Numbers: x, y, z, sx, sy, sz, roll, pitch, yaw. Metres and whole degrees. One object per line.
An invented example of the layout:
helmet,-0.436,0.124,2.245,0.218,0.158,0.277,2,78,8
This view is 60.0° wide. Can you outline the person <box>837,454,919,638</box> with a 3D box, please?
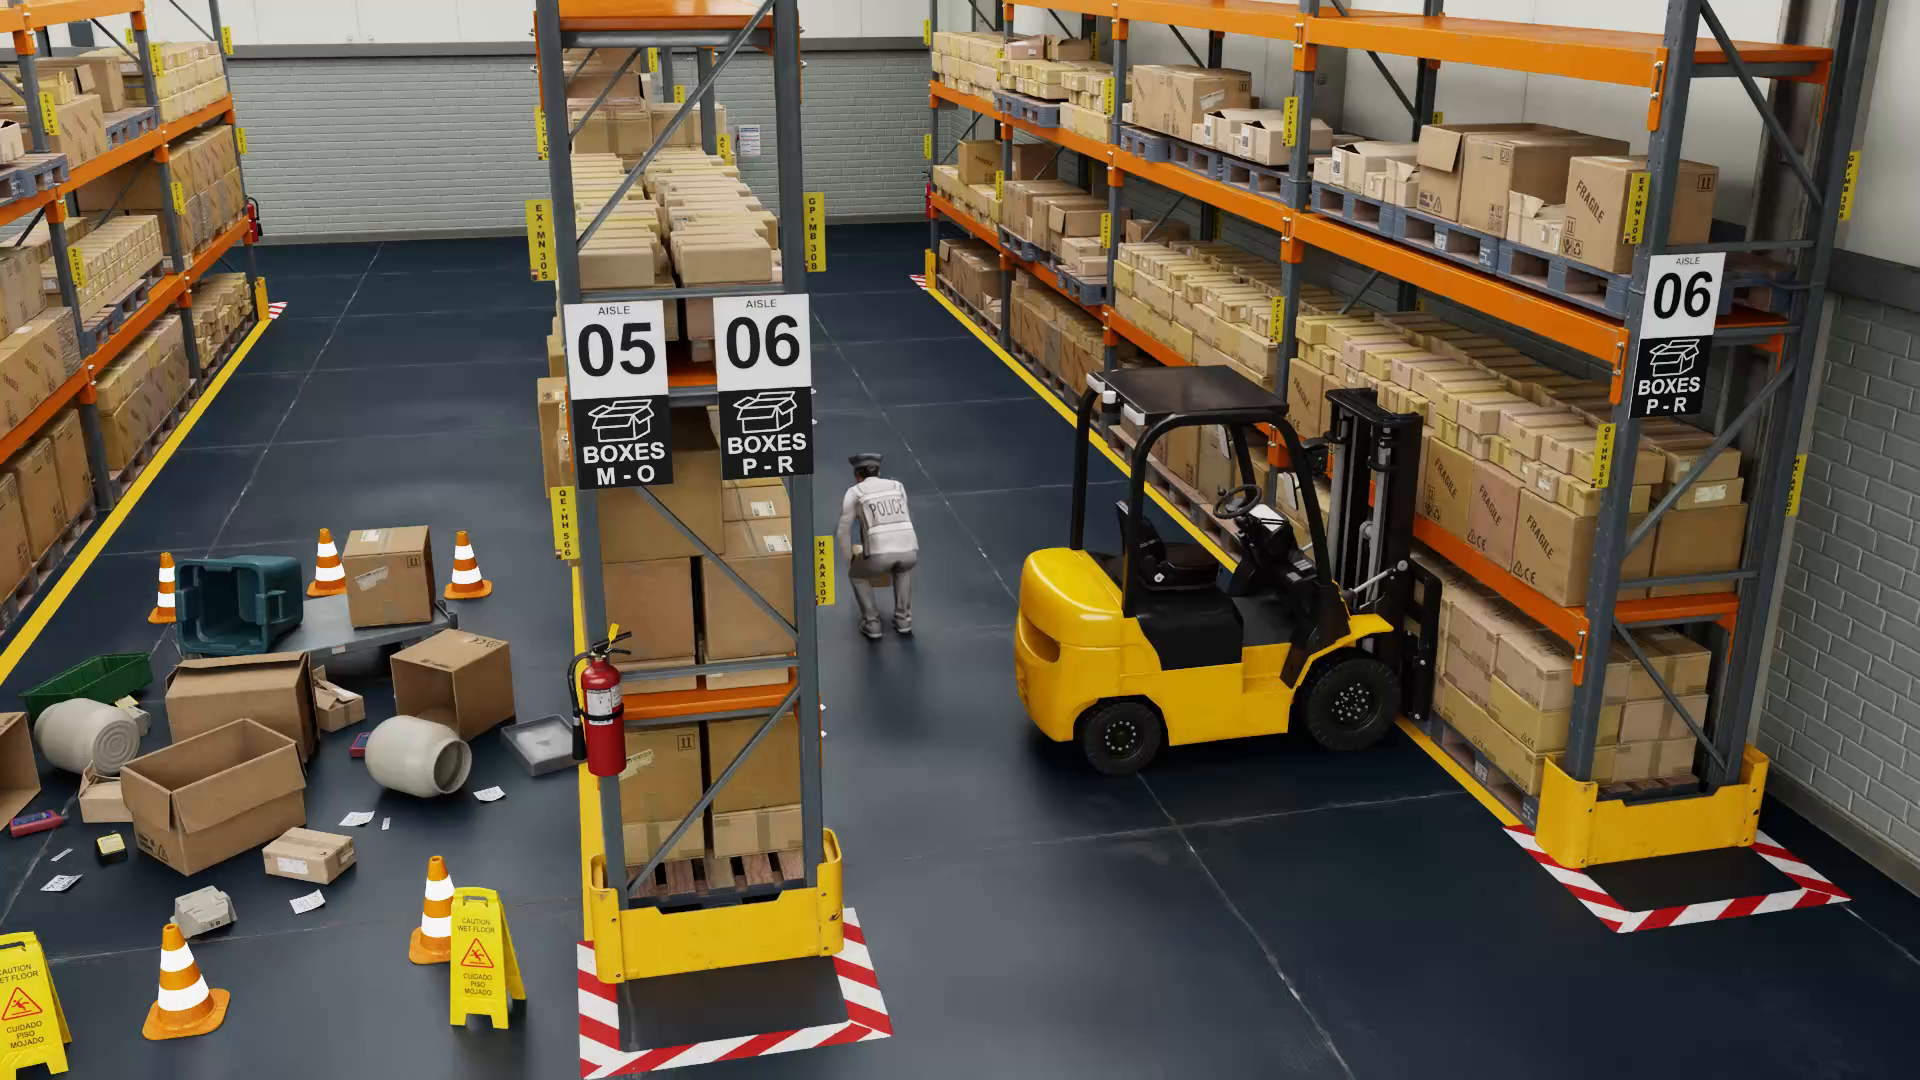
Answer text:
person,-0.574,0.041,11.595,0.530,1.239,0.771,-6,21,-16
